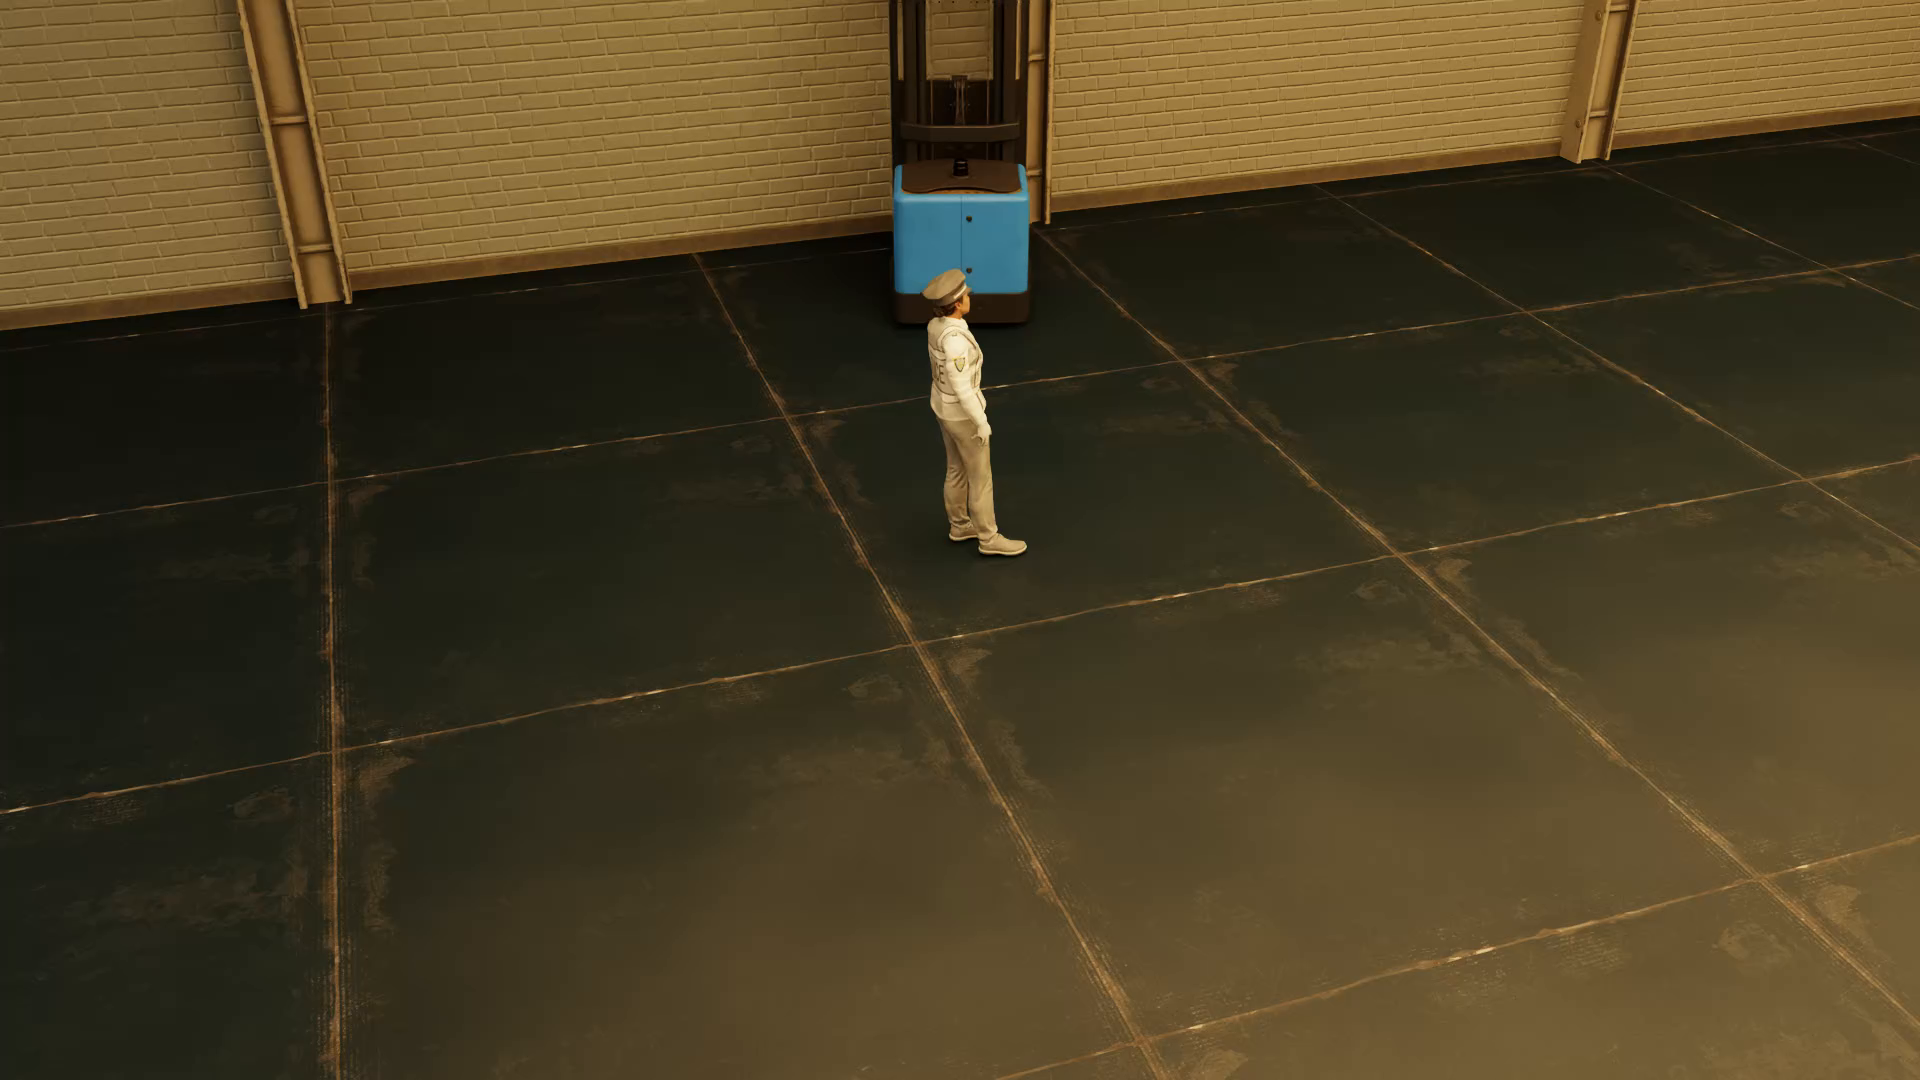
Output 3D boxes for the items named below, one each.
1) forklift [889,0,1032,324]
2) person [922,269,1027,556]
[{"bbox_3d":[-0.010,-3.627,13.391,1.130,2.935,3.031,0,30,-1],"label":"forklift"},{"bbox_3d":[0.067,-0.749,9.613,0.531,1.695,0.587,-10,31,-16],"label":"person"}]
